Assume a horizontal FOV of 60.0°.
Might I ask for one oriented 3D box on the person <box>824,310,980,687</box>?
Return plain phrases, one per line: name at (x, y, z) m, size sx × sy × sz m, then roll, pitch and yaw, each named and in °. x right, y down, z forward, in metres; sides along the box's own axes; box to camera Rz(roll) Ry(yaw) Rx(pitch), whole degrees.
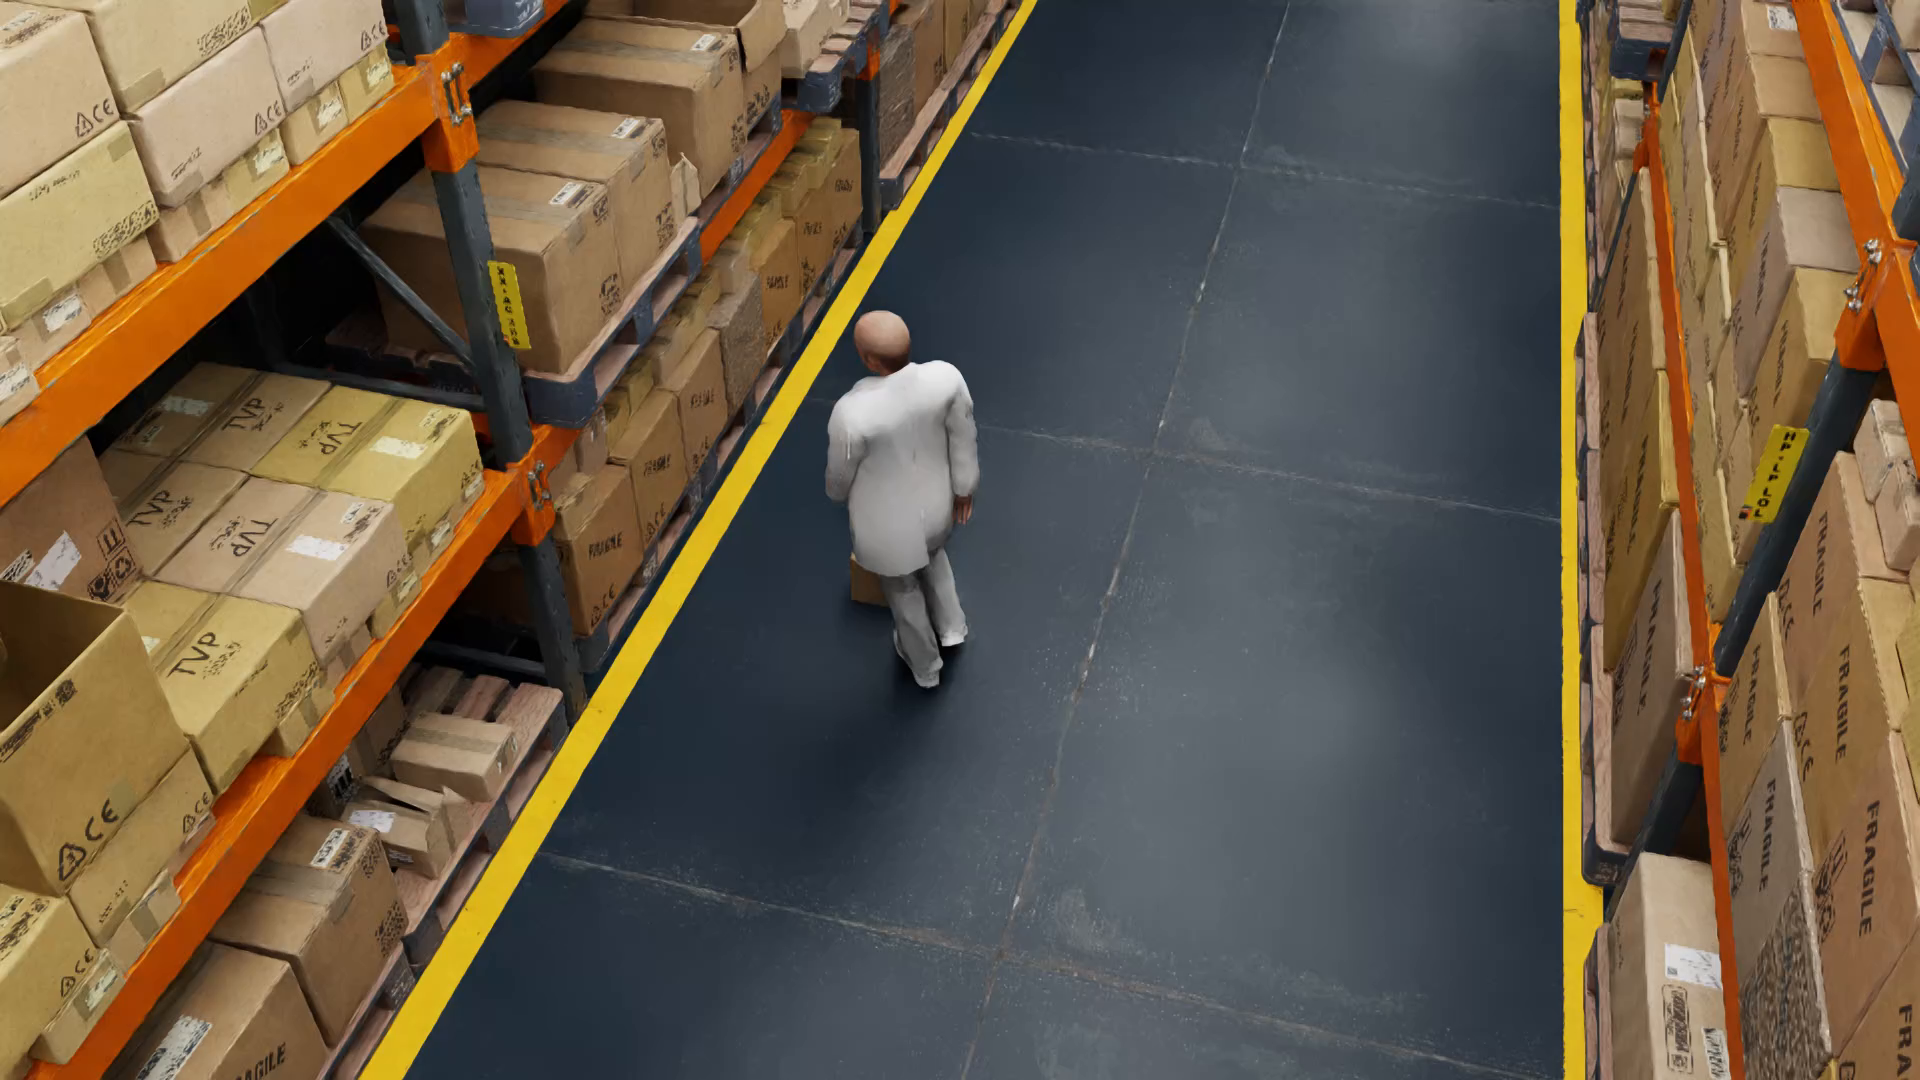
person at (-0.224, -0.187, 6.353) m, size 0.670 × 1.770 × 0.446 m, roll -23°, pitch 45°, yaw -24°
